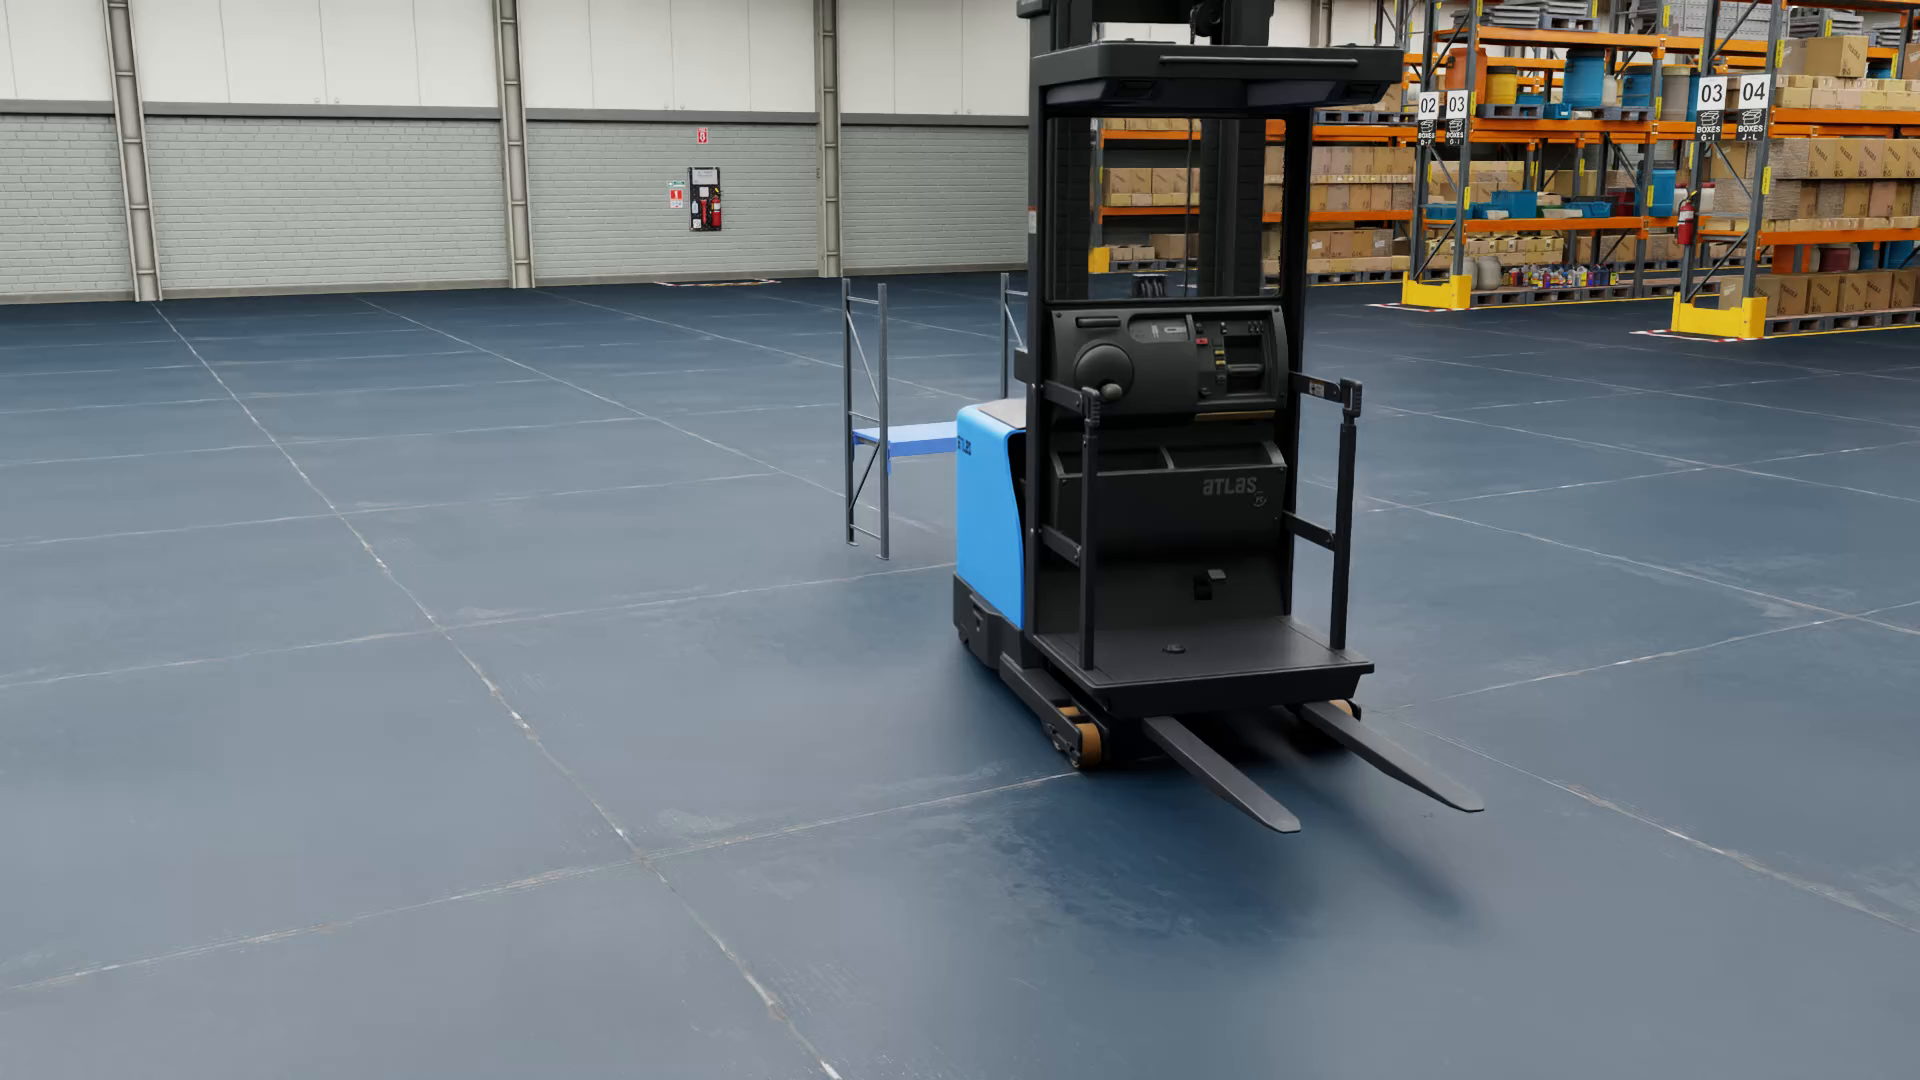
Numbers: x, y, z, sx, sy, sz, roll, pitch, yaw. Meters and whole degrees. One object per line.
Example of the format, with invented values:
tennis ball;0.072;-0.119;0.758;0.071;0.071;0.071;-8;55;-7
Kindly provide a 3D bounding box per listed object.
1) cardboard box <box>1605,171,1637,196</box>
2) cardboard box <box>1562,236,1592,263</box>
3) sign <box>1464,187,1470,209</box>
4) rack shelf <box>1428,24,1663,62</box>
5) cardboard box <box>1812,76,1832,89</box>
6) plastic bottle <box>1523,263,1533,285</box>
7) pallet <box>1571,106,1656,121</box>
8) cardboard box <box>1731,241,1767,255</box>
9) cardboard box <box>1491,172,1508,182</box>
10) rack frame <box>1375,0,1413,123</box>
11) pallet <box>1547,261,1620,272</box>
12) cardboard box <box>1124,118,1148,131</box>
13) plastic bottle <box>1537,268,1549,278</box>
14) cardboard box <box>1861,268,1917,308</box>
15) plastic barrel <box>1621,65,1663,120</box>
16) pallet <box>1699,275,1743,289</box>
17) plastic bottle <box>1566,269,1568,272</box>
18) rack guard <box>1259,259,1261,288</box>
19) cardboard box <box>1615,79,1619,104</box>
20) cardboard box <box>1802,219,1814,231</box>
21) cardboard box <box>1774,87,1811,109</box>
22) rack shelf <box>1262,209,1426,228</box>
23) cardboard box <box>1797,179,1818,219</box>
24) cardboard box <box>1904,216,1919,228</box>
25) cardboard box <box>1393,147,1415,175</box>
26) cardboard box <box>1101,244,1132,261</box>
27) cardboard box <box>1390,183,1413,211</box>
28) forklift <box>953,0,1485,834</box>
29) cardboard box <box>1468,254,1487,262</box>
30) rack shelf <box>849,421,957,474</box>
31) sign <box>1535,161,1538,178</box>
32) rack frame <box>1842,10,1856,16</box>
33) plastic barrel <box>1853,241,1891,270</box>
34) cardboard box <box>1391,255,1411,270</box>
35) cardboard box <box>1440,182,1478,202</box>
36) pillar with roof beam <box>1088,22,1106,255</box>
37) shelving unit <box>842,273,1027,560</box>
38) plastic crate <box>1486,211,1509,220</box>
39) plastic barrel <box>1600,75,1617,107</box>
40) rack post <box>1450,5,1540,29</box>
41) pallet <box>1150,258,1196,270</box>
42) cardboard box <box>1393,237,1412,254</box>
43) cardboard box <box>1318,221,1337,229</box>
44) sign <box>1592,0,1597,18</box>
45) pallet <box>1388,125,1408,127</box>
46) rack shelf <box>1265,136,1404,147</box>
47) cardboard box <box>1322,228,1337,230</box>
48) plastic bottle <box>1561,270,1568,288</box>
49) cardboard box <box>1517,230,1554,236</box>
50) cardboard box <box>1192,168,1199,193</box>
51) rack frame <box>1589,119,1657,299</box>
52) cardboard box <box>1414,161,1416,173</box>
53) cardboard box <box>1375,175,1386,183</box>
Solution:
cardboard box;13.340;-7.262;33.863;0.500;0.500;0.700;-4;13;-17
cardboard box;12.484;-5.849;33.459;0.500;0.500;0.500;-6;14;-25
sign;7.555;-5.093;24.778;0.005;0.325;0.100;-7;14;-28
rack shelf;9.051;-7.656;25.681;4.000;0.370;1.077;-7;14;-28
cardboard box;10.731;-5.753;20.943;0.250;0.149;0.380;-6;14;-26
plastic bottle;9.197;-4.319;26.998;0.185;0.351;0.144;-6;14;-26
pallet;10.220;-6.762;26.422;1.003;0.211;1.213;-7;14;-28
cardboard box;17.105;-6.477;36.243;0.637;0.503;0.797;-7;14;-28
cardboard box;12.354;-8.287;38.650;0.500;0.500;0.500;-7;14;-27
rack frame;9.570;-10.742;36.846;0.127;3.000;1.000;-7;14;-28
pallet;12.621;-5.572;33.888;1.213;0.211;1.003;-7;14;-28
cardboard box;3.450;-8.532;33.586;0.500;0.500;0.500;-6;14;-24
plastic bottle;9.453;-4.276;26.978;0.135;0.276;0.152;-7;14;-28
cardboard box;12.809;-3.482;22.986;0.500;0.500;0.500;-7;15;-30
plastic barrel;11.149;-7.289;27.191;0.708;0.901;0.600;-7;14;-28
pallet;13.619;-4.472;28.999;1.213;0.211;1.003;-7;14;-28
plastic bottle;9.731;-4.202;26.631;0.133;0.283;0.061;-7;14;-28
rack guard;4.904;-4.798;29.788;0.348;0.500;1.175;-7;14;-28
cardboard box;12.781;-8.960;33.252;0.500;0.500;0.500;-7;14;-28
cardboard box;10.698;-4.048;21.336;0.250;0.149;0.380;-7;14;-28
cardboard box;10.215;-5.501;20.731;0.500;0.250;0.500;-6;14;-26
rack shelf;6.681;-5.879;30.539;4.000;0.370;1.077;-7;14;-28
cardboard box;10.546;-4.432;21.567;0.500;0.500;0.875;-7;14;-28
cardboard box;12.659;-4.290;22.412;0.250;0.149;0.380;-7;14;-28
cardboard box;8.050;-7.074;31.029;0.500;0.500;0.700;-7;14;-28
cardboard box;3.199;-5.932;34.259;0.500;0.311;0.500;-9;15;-34
cardboard box;8.050;-6.441;31.171;0.500;0.500;0.700;-7;15;-29
forklift;0.855;-0.704;6.063;1.130;2.935;3.031;-3;13;-15
cardboard box;9.812;-5.407;32.110;0.500;0.250;0.500;-7;15;-30
rack shelf;-0.075;-0.547;9.444;1.000;0.185;0.538;-7;14;-28
sign;11.679;-7.491;33.607;0.005;0.325;0.100;-7;14;-28
rack frame;18.969;-10.630;36.346;0.127;3.000;1.000;-7;14;-28
plastic barrel;16.721;-5.380;30.505;0.708;0.901;0.600;-7;14;-28
cardboard box;8.134;-5.213;31.247;0.500;0.250;0.500;-7;14;-28
cardboard box;9.581;-6.622;31.975;0.500;0.500;0.500;-6;14;-24
pillar with roof beam;4.811;-9.311;30.488;0.400;9.000;9.100;-7;14;-28
shelving unit;-0.075;-0.723;9.405;1.048;1.500;0.538;-7;14;-28
plastic crate;8.235;-4.968;25.454;0.250;0.136;0.298;-7;14;-28
plastic barrel;10.334;-7.201;26.731;0.421;0.512;0.421;0;13;0
rack post;8.020;-7.803;24.922;0.954;0.300;0.937;-5;14;-22
pallet;4.415;-5.828;35.023;1.213;0.211;1.003;-7;14;-28
cardboard box;8.654;-5.675;32.024;0.500;0.311;0.500;-7;14;-28
cardboard box;7.984;-6.988;36.810;0.500;0.250;0.500;-7;14;-28
sign;12.216;-10.214;32.013;0.005;0.325;0.100;-7;14;-28
pallet;10.110;-9.265;37.543;1.003;0.211;1.213;-6;14;-25
rack shelf;7.815;-8.718;36.320;4.000;0.370;1.077;-7;14;-28
cardboard box;7.002;-5.576;31.152;0.500;0.500;0.500;-7;14;-28
plastic bottle;9.603;-4.147;26.415;0.097;0.271;0.097;0;13;0
cardboard box;13.787;-7.281;39.865;0.500;0.500;0.700;-7;14;-27
cardboard box;4.910;-7.483;34.617;0.500;0.500;0.500;-7;15;-29
rack frame;10.806;-5.485;27.152;0.127;3.000;1.000;-7;14;-28
cardboard box;10.118;-8.386;37.382;0.500;0.250;0.500;-6;14;-27
cardboard box;7.624;-6.654;30.640;0.250;0.149;0.380;-7;14;-28
